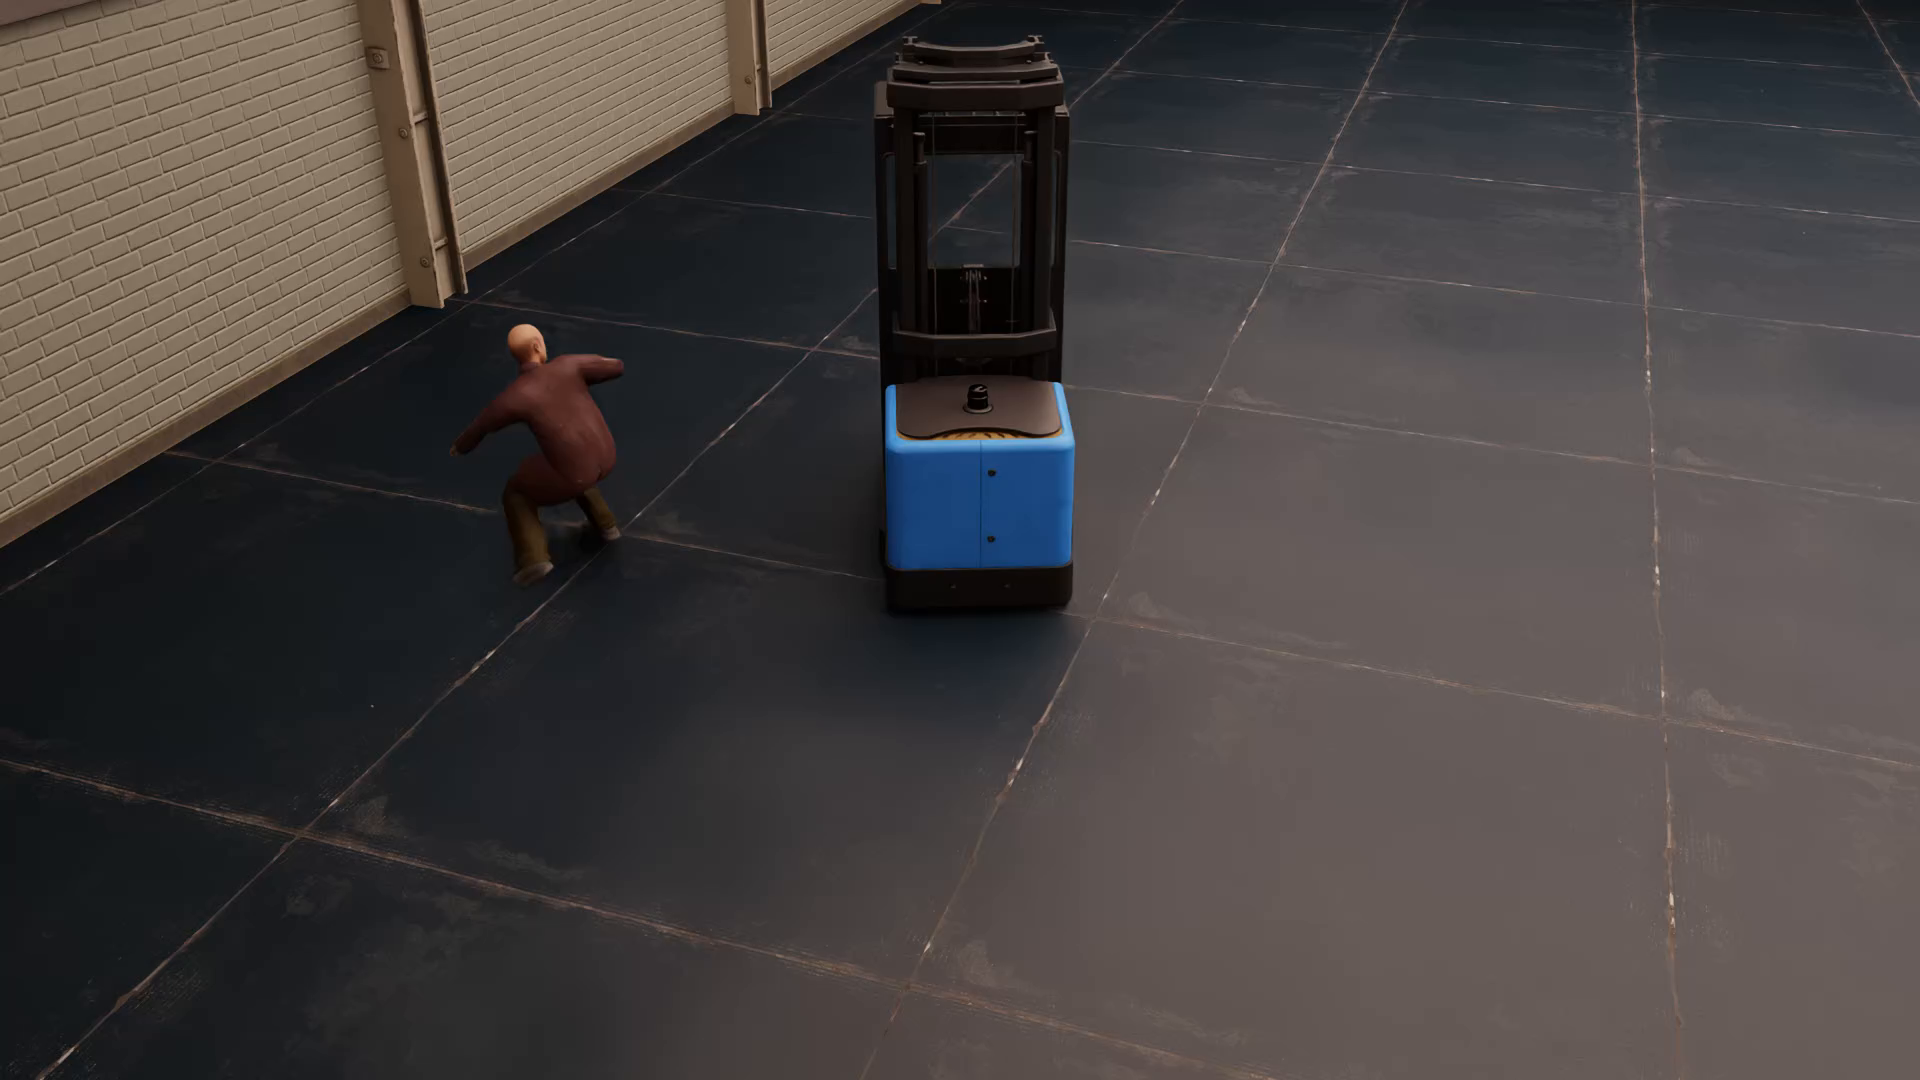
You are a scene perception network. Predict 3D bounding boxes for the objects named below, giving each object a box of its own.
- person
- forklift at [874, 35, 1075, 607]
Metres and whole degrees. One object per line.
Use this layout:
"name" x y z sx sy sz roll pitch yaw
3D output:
"person" -2.375 -0.550 9.580 0.910 1.532 0.846 26 38 37
"forklift" 0.055 -1.592 9.929 1.130 2.935 3.031 -1 30 -2
